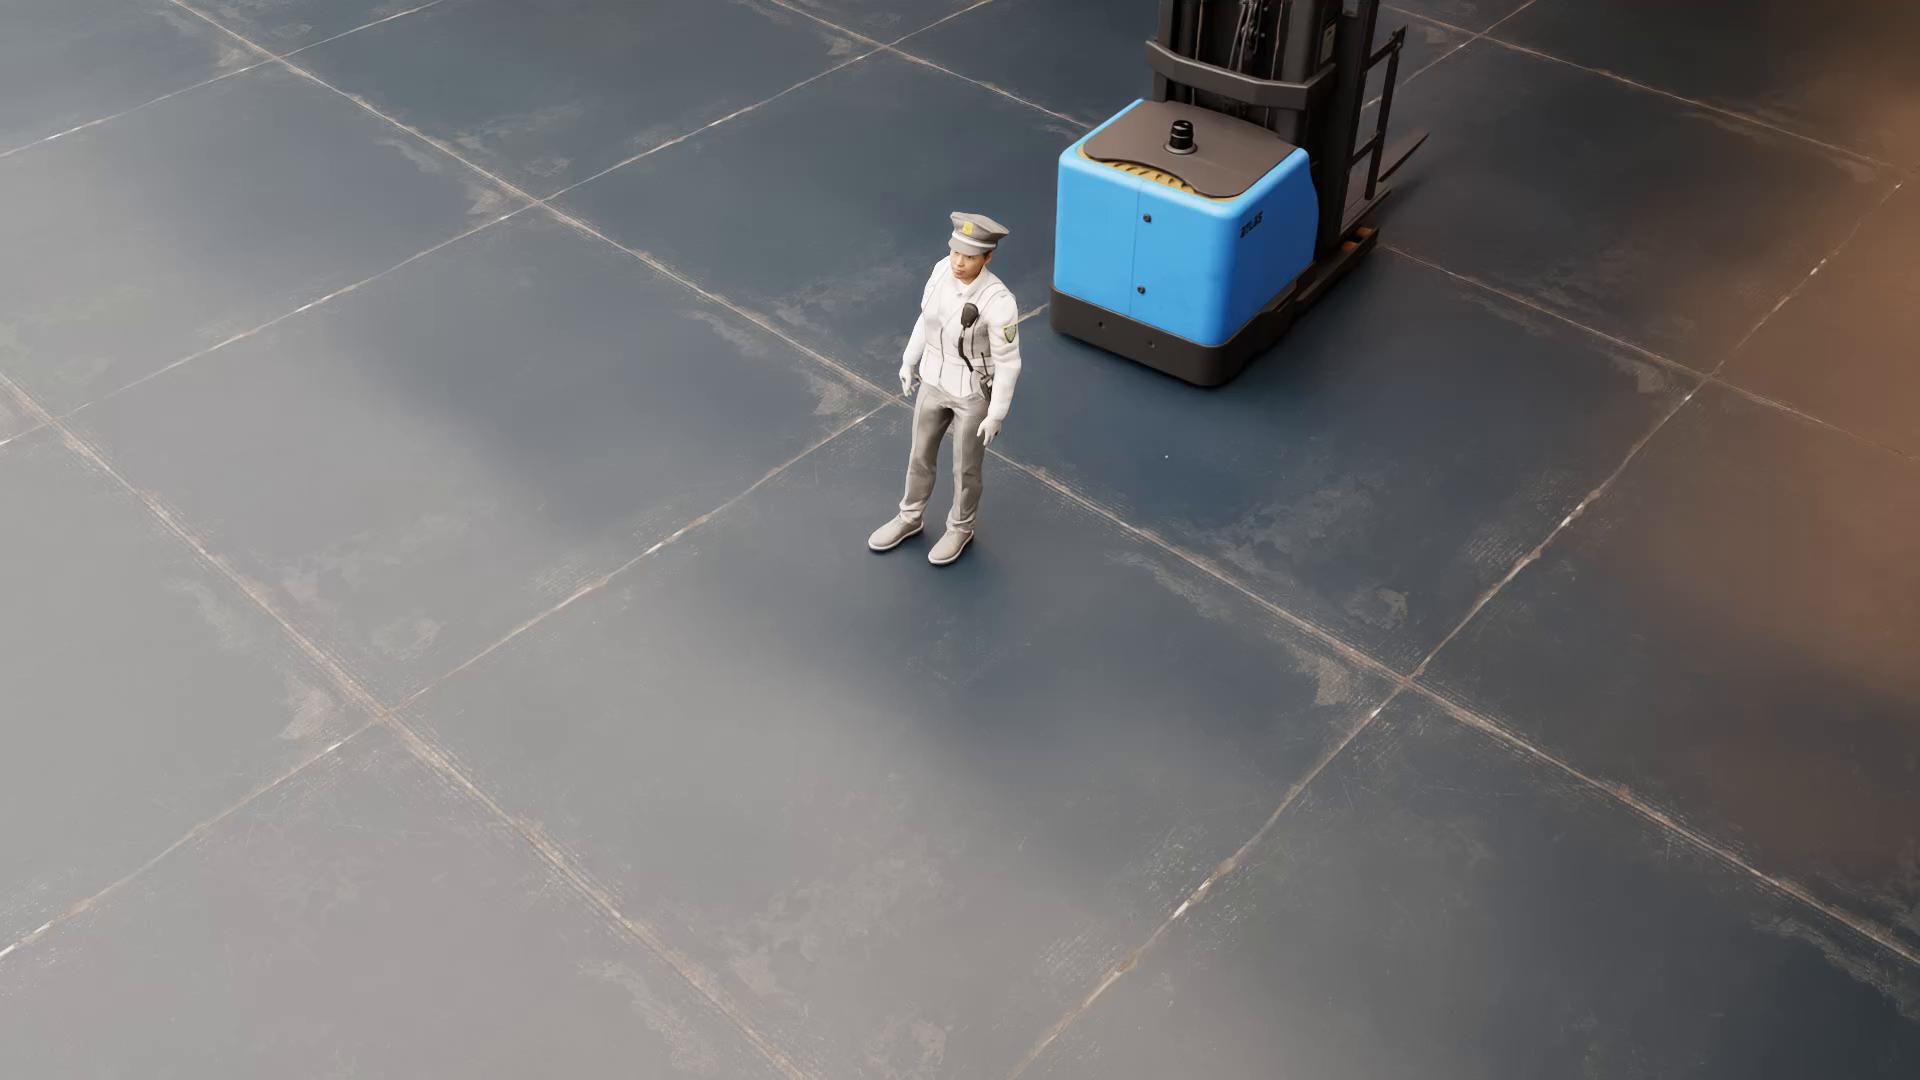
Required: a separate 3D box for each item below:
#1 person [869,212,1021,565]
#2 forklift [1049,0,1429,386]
[{"bbox_3d":[-0.052,-0.618,7.088,0.586,1.694,0.530,31,49,31],"label":"person"},{"bbox_3d":[1.750,-2.813,8.708,1.130,2.935,3.031,25,47,26],"label":"forklift"}]
